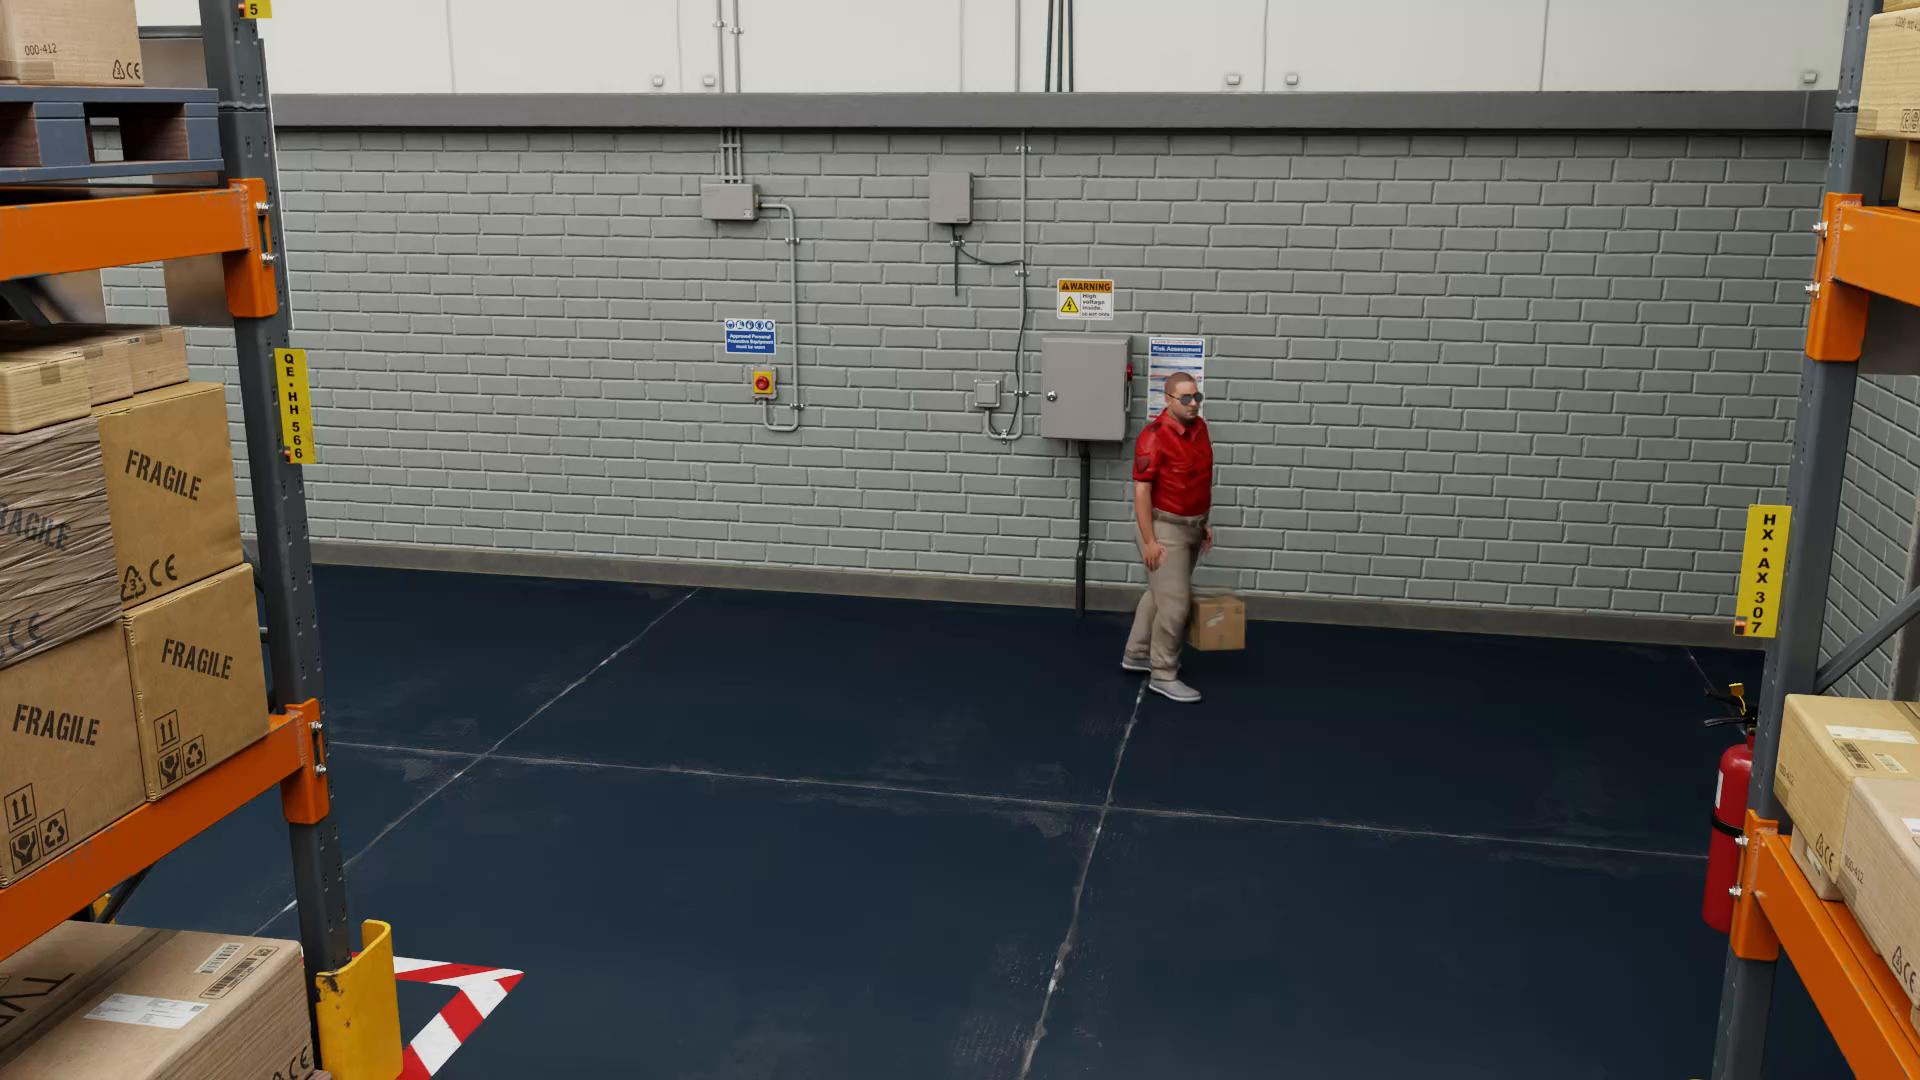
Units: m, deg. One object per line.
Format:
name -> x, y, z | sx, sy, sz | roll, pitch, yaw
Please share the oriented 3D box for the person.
person -> 1.076, -0.040, 8.703 | 0.589, 1.713, 0.551 | 11, 18, 37
